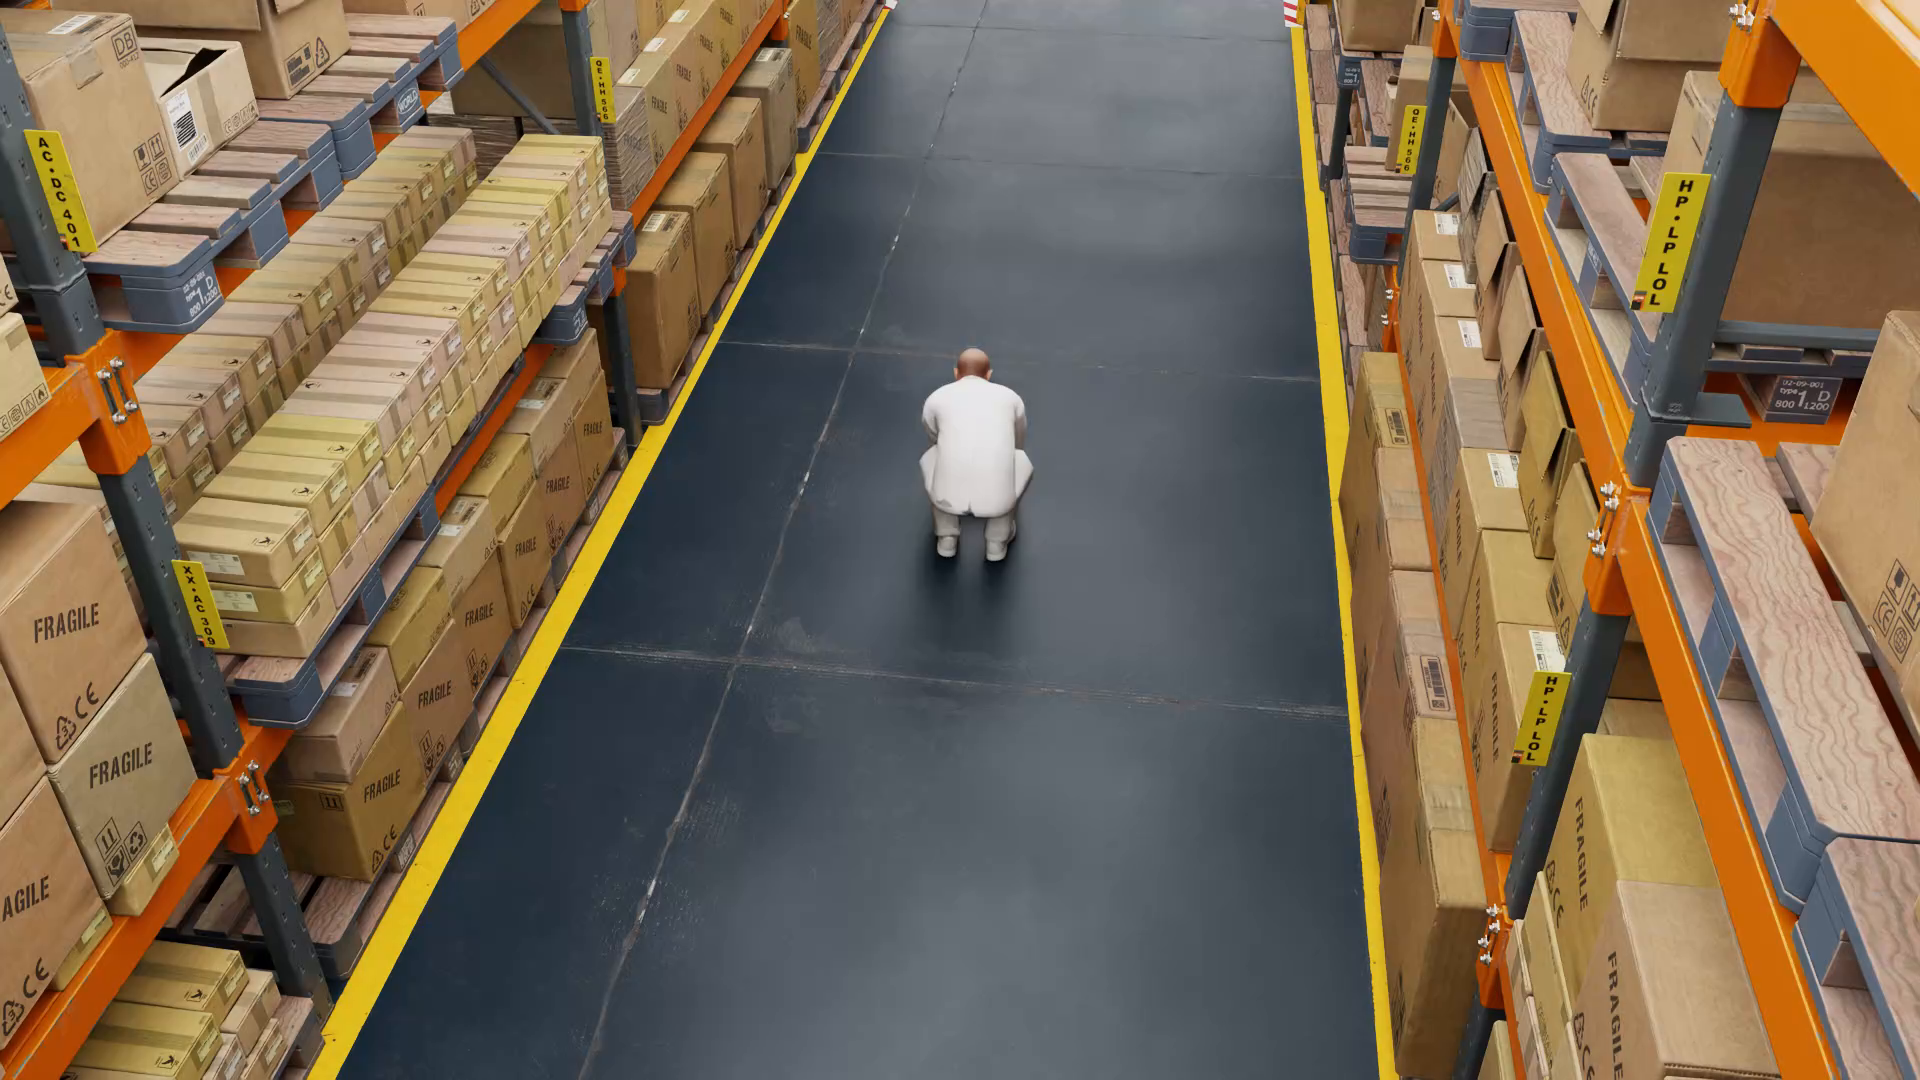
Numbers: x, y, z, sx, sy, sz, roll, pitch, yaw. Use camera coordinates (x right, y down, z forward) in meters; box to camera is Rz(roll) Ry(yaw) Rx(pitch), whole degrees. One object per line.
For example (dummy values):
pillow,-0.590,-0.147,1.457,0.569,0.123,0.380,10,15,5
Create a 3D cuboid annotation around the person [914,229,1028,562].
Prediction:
person,0.067,-0.753,8.104,0.533,1.774,0.554,4,36,6
